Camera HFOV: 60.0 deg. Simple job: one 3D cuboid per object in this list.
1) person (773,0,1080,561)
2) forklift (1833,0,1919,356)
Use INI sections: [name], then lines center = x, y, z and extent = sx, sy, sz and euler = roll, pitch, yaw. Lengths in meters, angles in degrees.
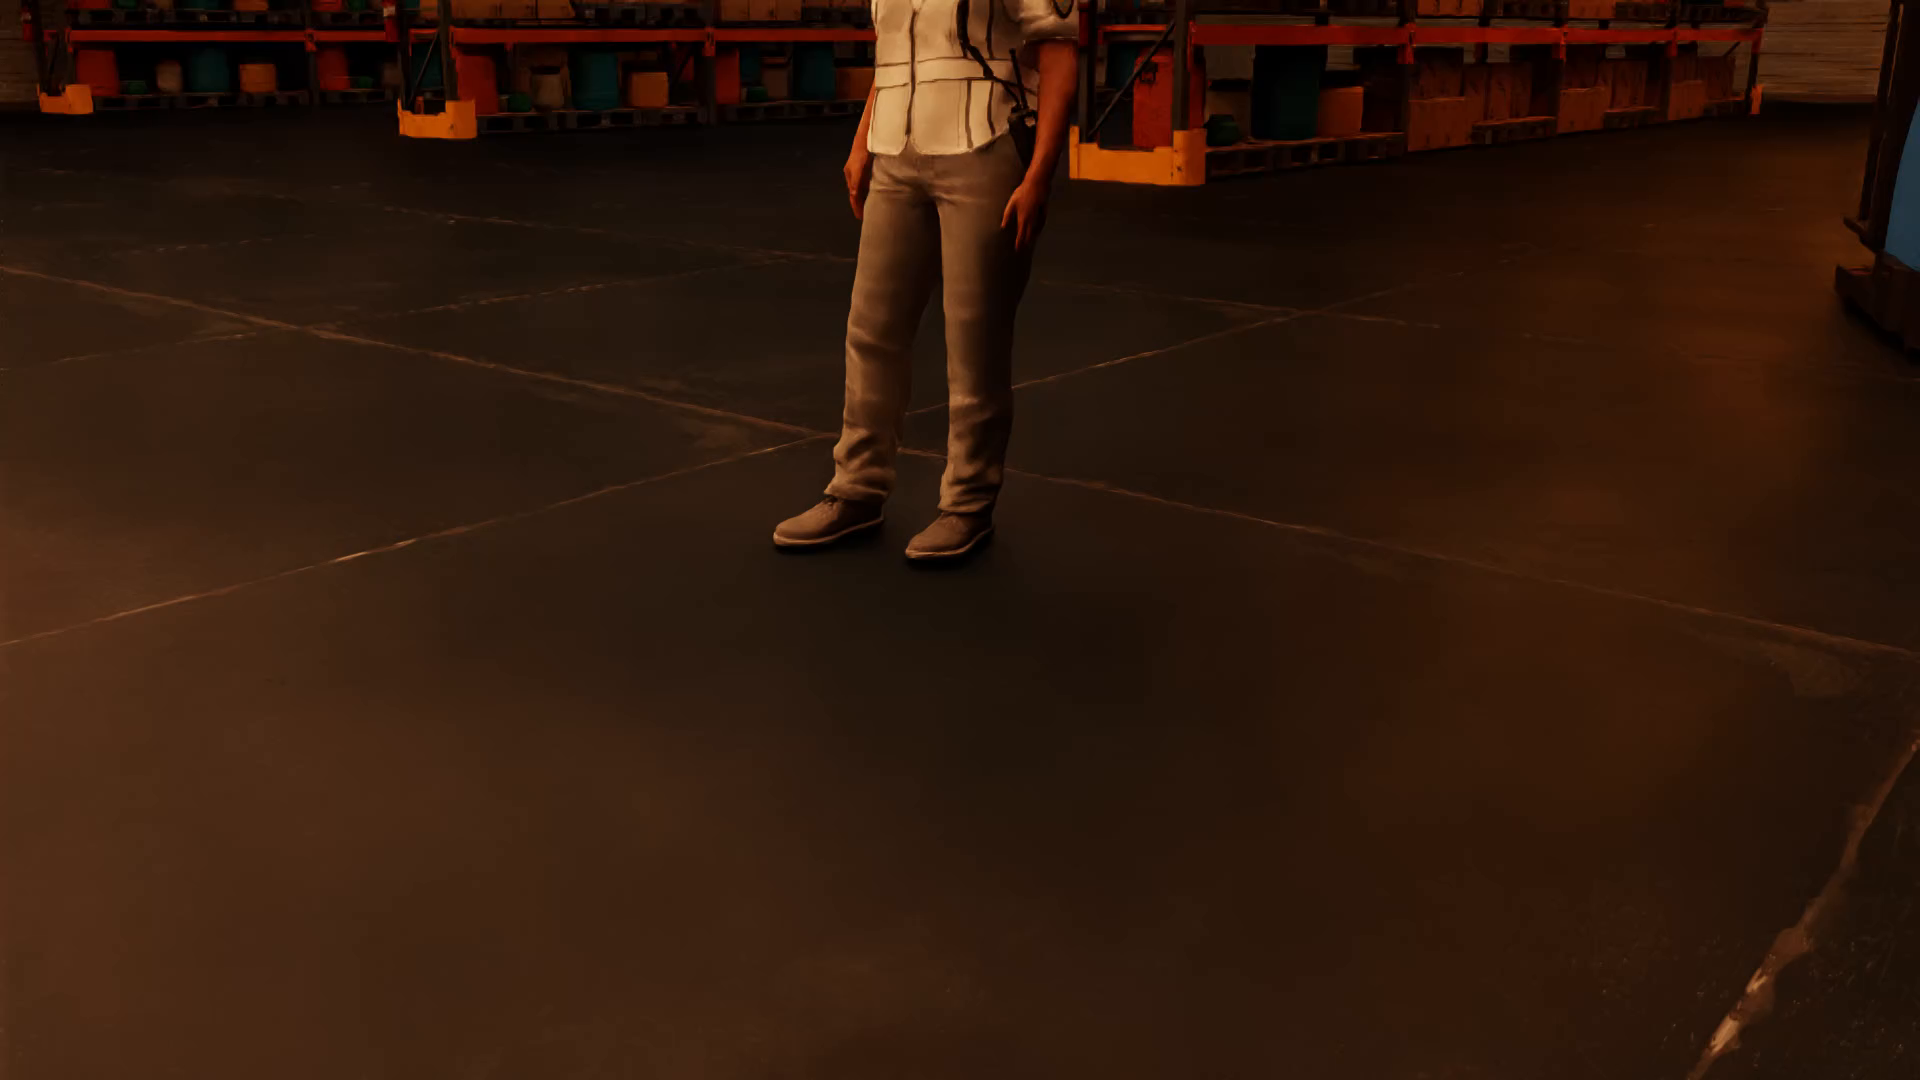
[person]
center = -0.066, -0.791, 3.655
extent = 0.598, 1.669, 0.529
euler = 13, 21, 37
[forklift]
center = 4.384, -2.356, 6.657
extent = 1.130, 2.935, 3.031
euler = 6, 18, 19
